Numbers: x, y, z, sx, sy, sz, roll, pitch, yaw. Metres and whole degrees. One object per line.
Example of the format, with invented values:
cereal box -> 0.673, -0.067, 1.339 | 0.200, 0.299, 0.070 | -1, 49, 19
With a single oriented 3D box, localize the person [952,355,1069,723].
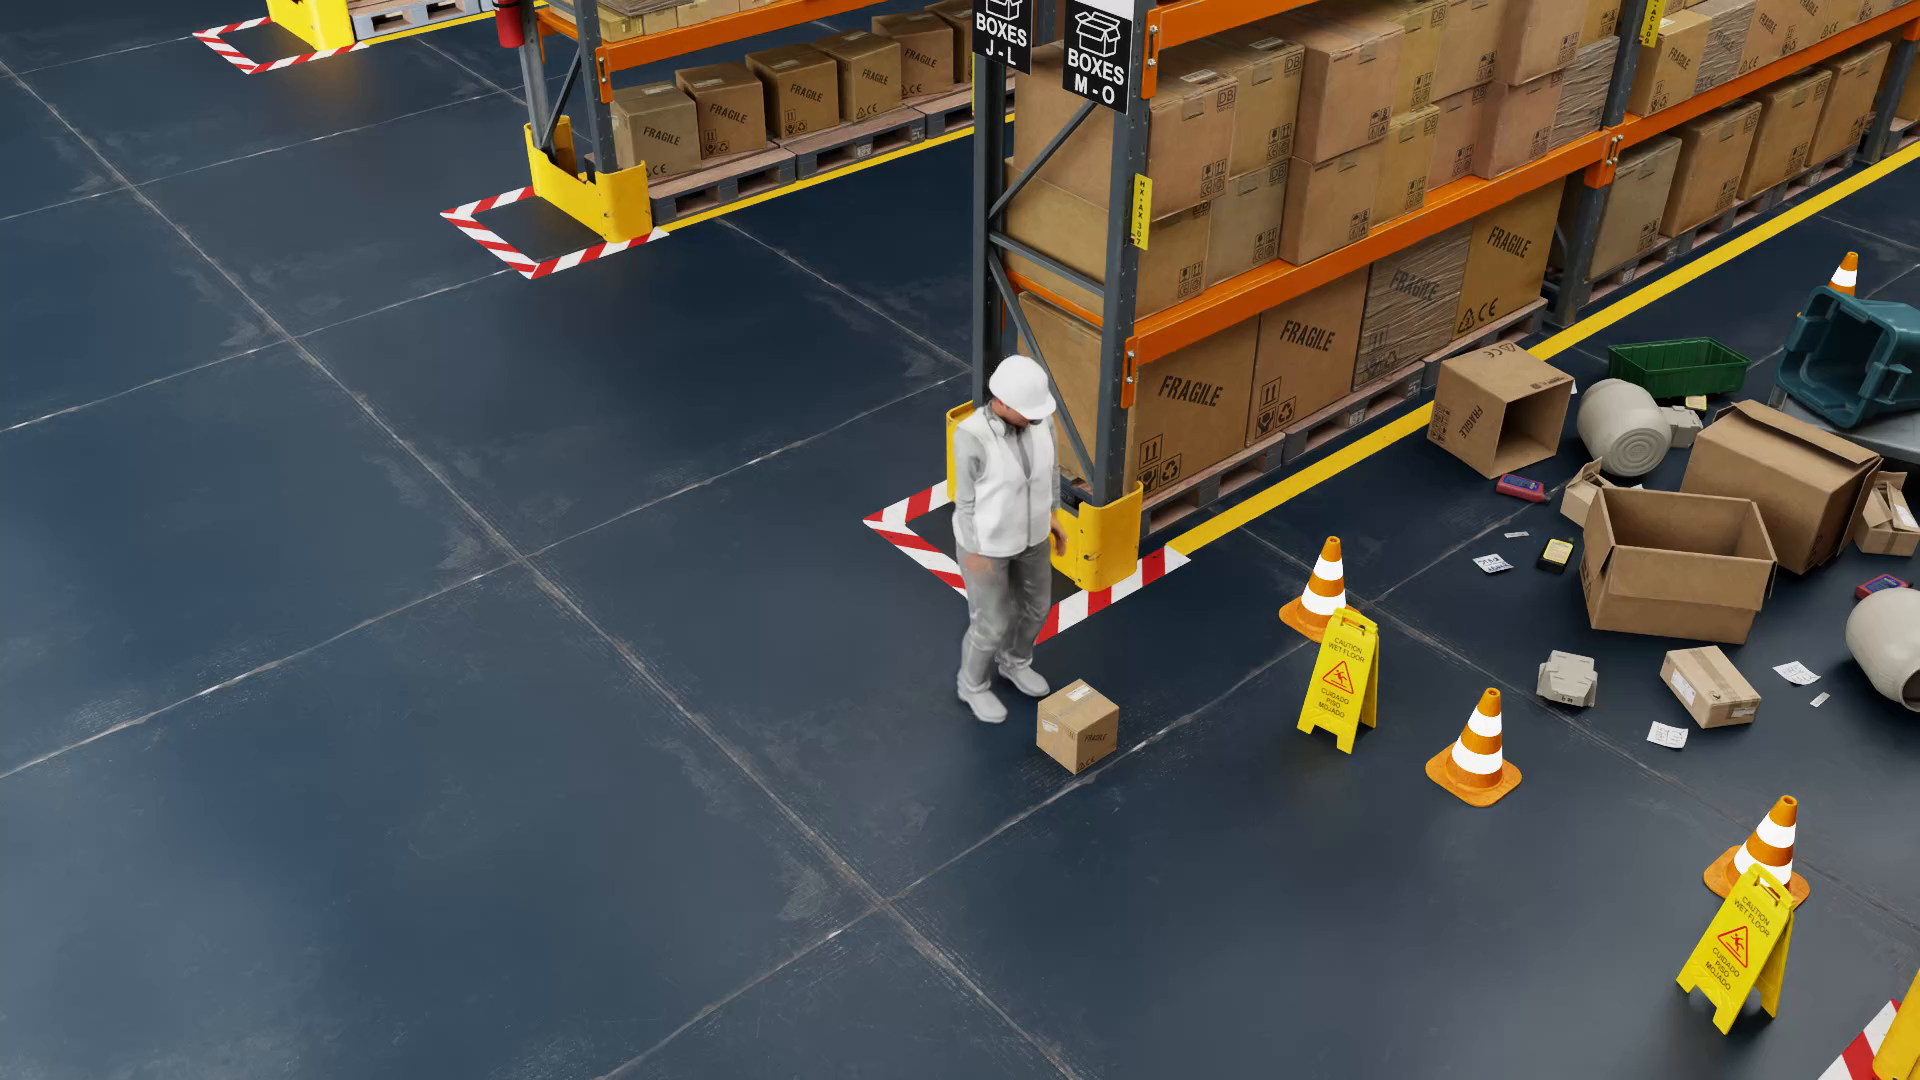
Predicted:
person -> 0.214, -0.025, 7.112 | 0.540, 1.757, 0.389 | -25, 43, -31
